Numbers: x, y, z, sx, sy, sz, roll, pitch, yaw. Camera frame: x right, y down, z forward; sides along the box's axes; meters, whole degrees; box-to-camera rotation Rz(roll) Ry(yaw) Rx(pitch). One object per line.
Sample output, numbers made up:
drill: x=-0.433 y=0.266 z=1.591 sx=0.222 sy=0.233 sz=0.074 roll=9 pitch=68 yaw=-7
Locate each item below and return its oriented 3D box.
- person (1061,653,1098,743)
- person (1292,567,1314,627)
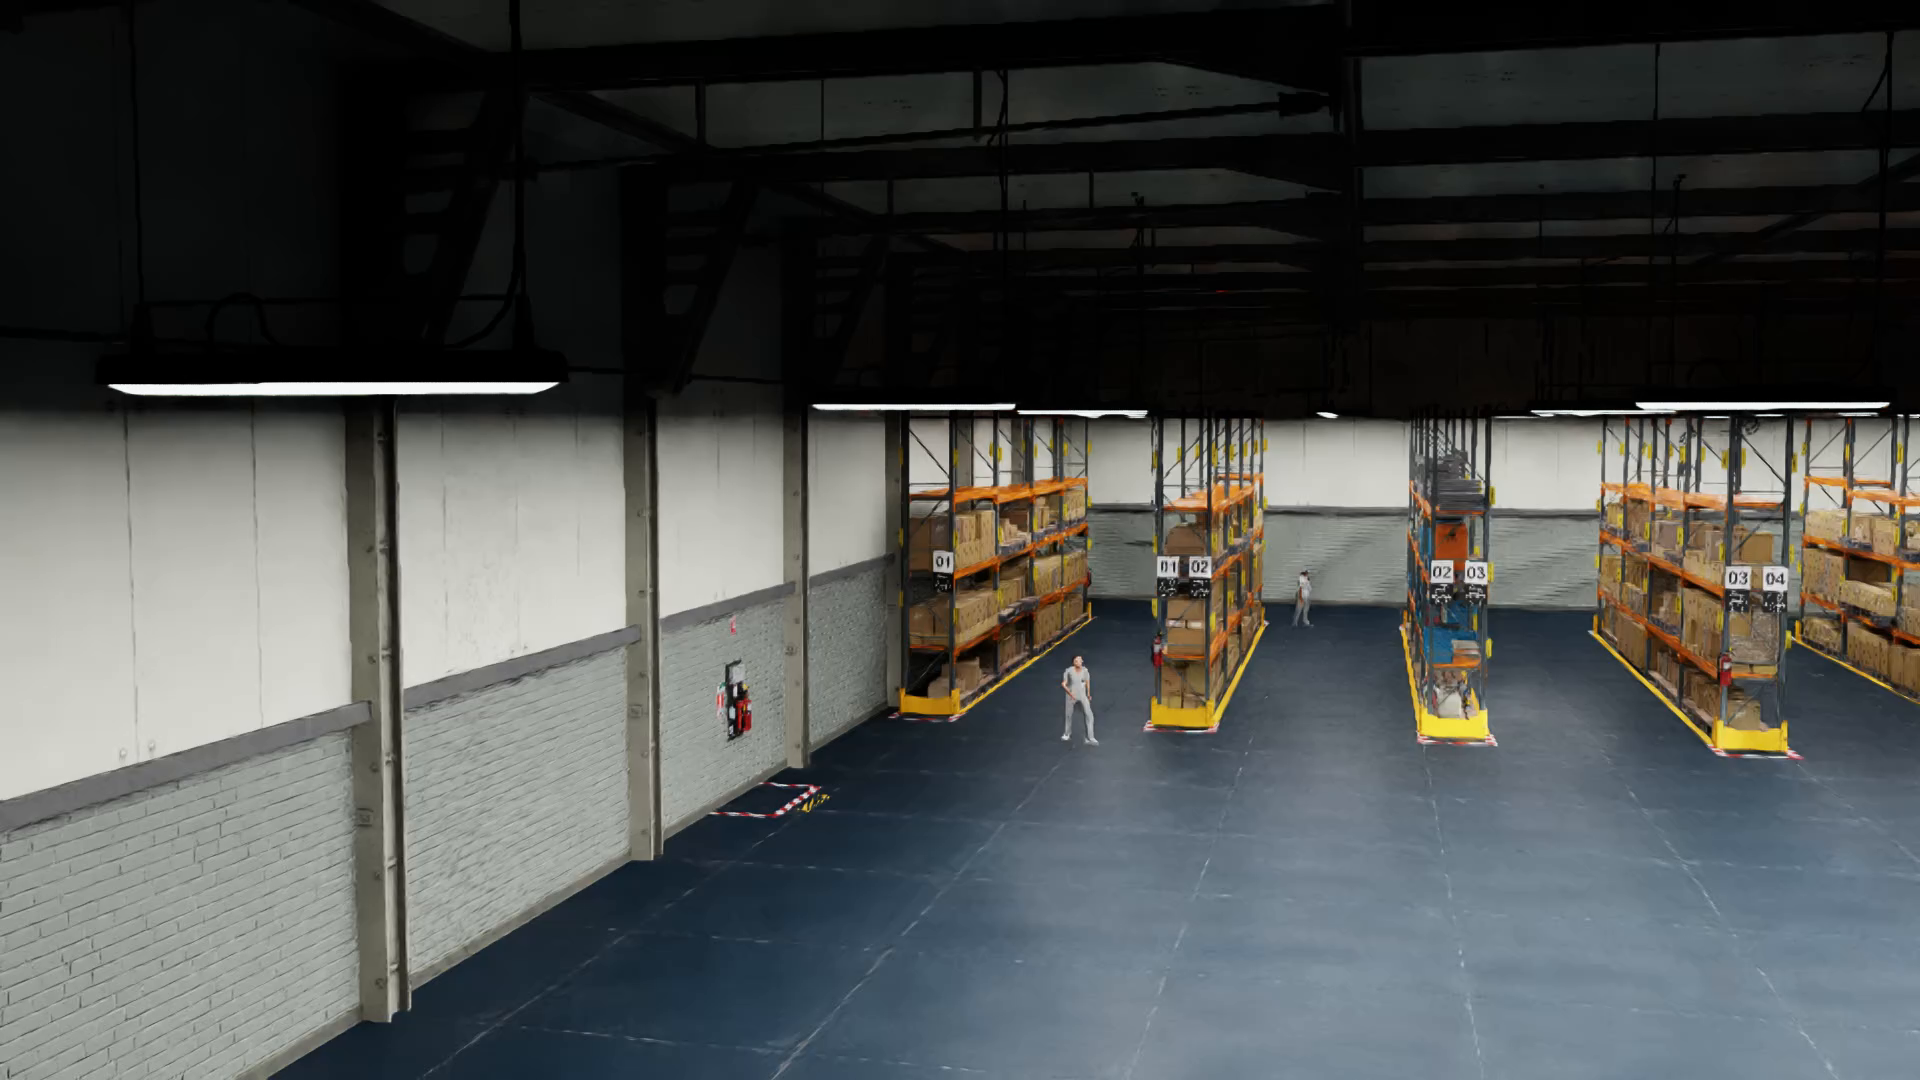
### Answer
person: x=2.088 y=2.788 z=29.575 sx=0.594 sy=1.606 sz=0.784 roll=0 pitch=4 yaw=-6
person: x=9.499 y=1.589 z=46.108 sx=0.512 sy=1.661 sz=0.613 roll=2 pitch=5 yaw=25
